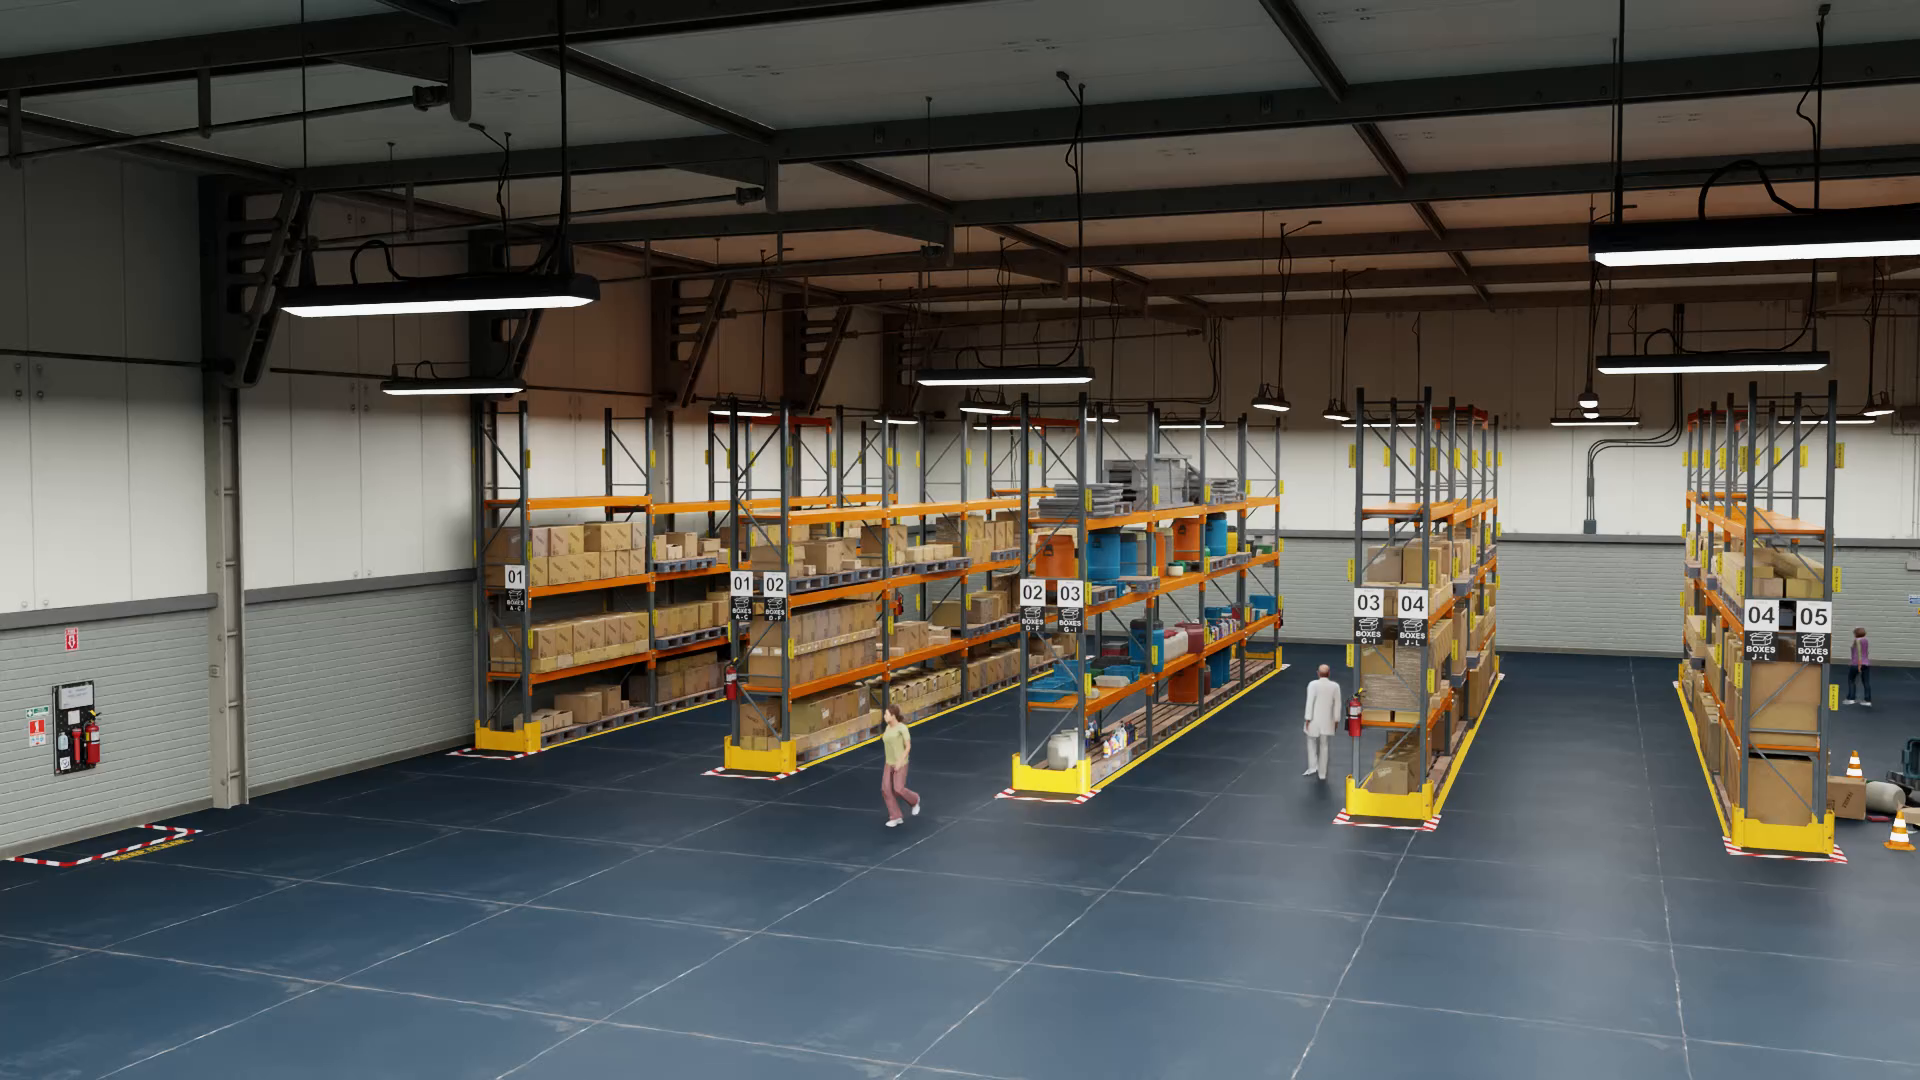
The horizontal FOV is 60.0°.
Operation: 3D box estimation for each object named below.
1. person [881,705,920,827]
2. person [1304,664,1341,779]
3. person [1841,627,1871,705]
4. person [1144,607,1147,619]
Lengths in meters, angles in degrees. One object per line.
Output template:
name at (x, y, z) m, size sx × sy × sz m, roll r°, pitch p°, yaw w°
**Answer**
person at (-0.837, 3.077, 22.845) m, size 0.504 × 1.641 × 0.626 m, roll 2°, pitch 4°, yaw 41°
person at (5.683, 2.863, 26.039) m, size 0.580 × 1.814 × 0.595 m, roll 0°, pitch 3°, yaw 9°
person at (18.329, 2.576, 33.819) m, size 0.405 × 1.609 × 0.660 m, roll 0°, pitch 3°, yaw -8°
person at (4.361, 2.333, 37.768) m, size 0.519 × 1.669 × 0.497 m, roll 1°, pitch 3°, yaw 19°
